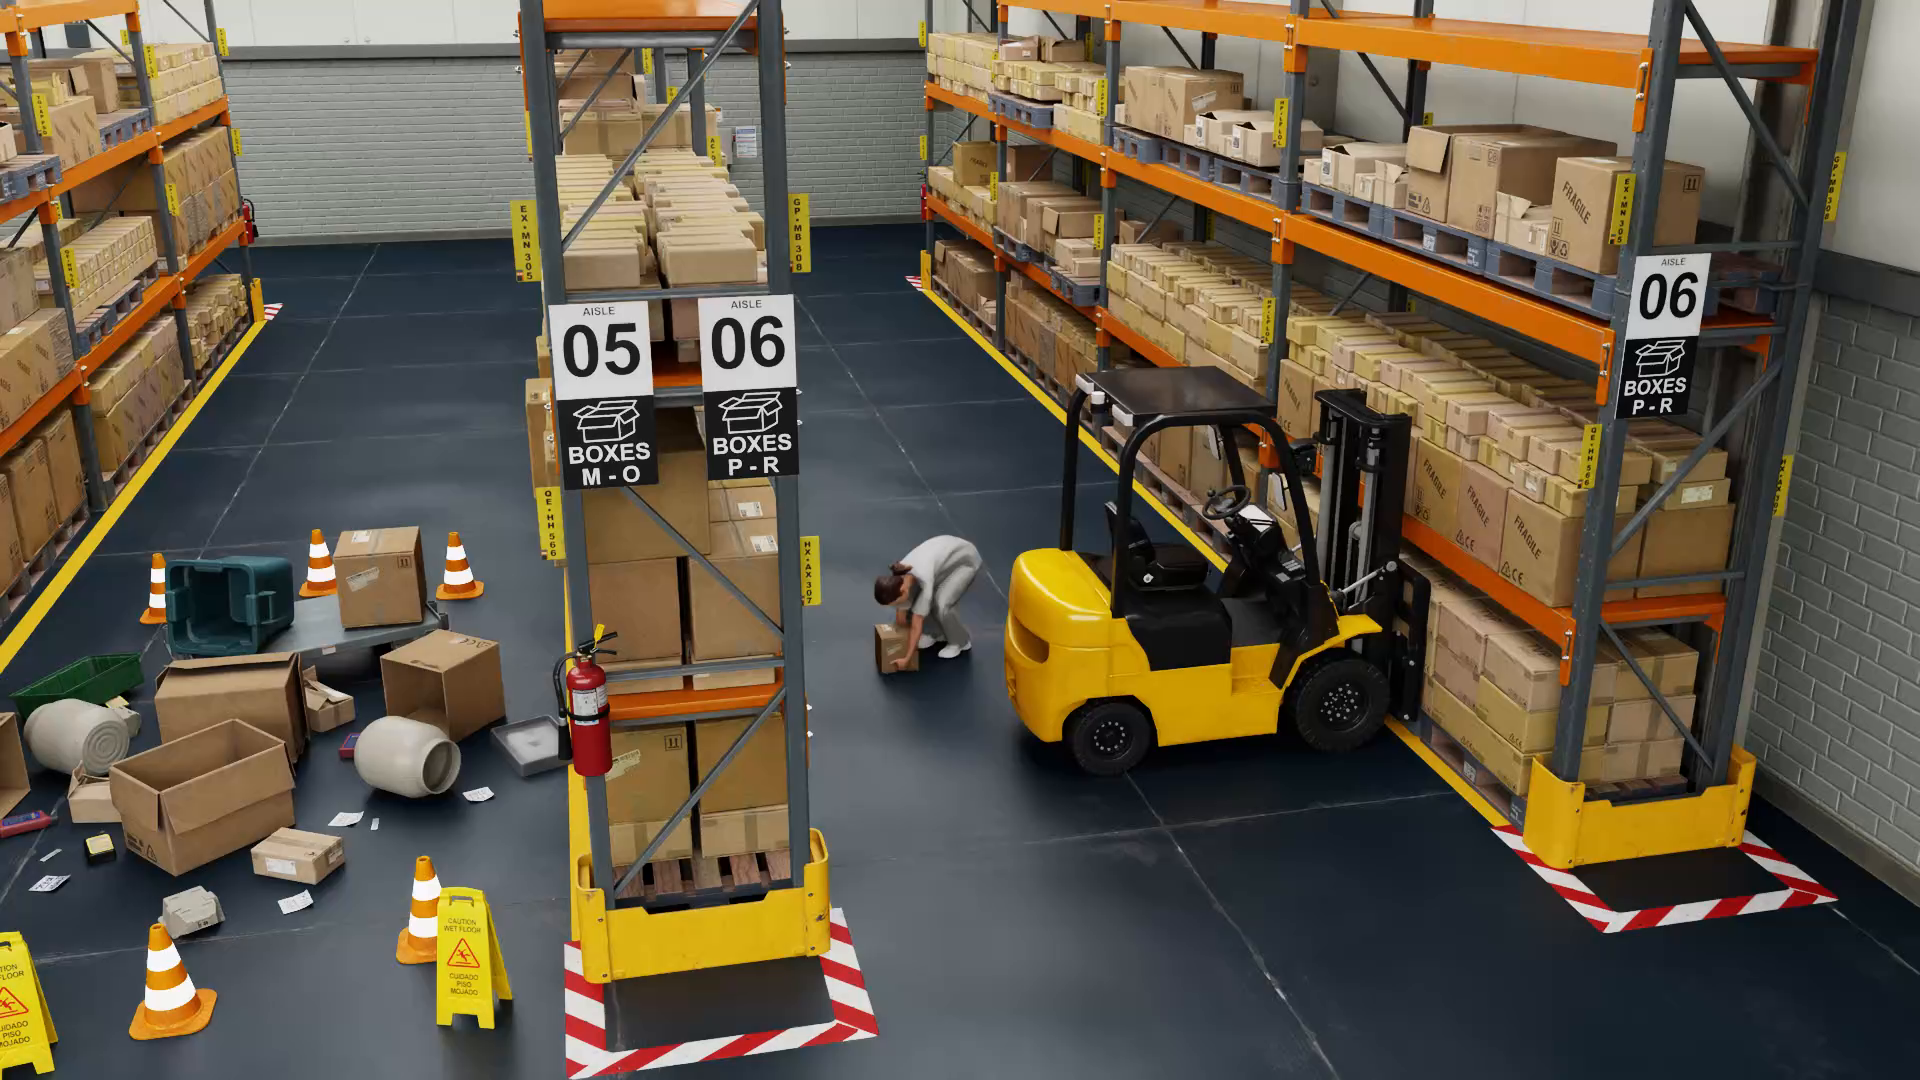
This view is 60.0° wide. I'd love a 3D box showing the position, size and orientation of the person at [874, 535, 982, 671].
[{"bbox_3d":[-0.226,0.455,11.250,0.863,0.788,0.475,-18,27,-41],"label":"person"}]
